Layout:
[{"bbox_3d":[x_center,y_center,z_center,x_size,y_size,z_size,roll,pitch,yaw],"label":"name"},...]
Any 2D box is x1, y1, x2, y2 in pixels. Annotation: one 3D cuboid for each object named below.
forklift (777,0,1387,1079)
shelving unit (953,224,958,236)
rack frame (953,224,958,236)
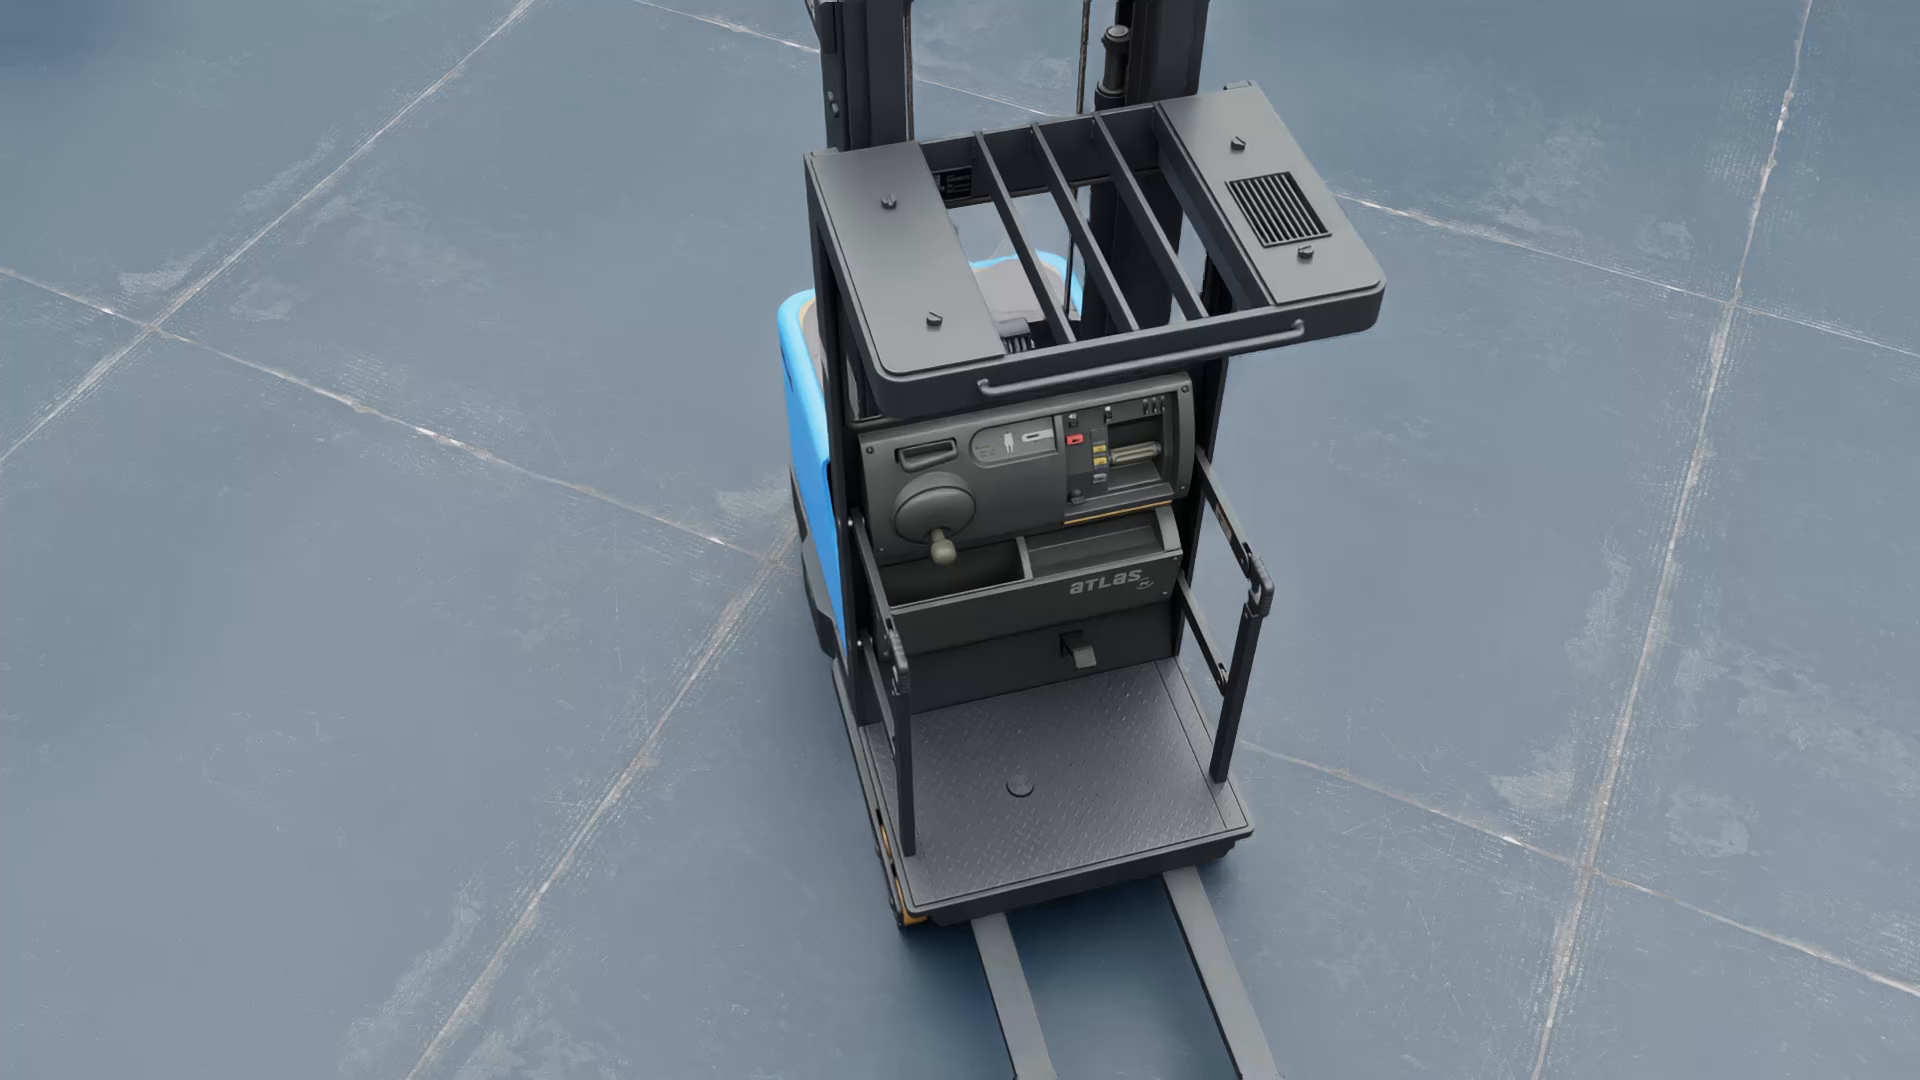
[{"bbox_3d":[0.251,-0.084,4.397,1.130,2.935,3.031,-12,51,-10],"label":"forklift"},{"bbox_3d":[-0.146,-0.713,6.069,0.258,1.200,0.189,-12,51,-10],"label":"shelving unit"},{"bbox_3d":[-0.122,-0.646,6.012,0.240,1.200,0.006,-12,51,-10],"label":"rack frame"}]
